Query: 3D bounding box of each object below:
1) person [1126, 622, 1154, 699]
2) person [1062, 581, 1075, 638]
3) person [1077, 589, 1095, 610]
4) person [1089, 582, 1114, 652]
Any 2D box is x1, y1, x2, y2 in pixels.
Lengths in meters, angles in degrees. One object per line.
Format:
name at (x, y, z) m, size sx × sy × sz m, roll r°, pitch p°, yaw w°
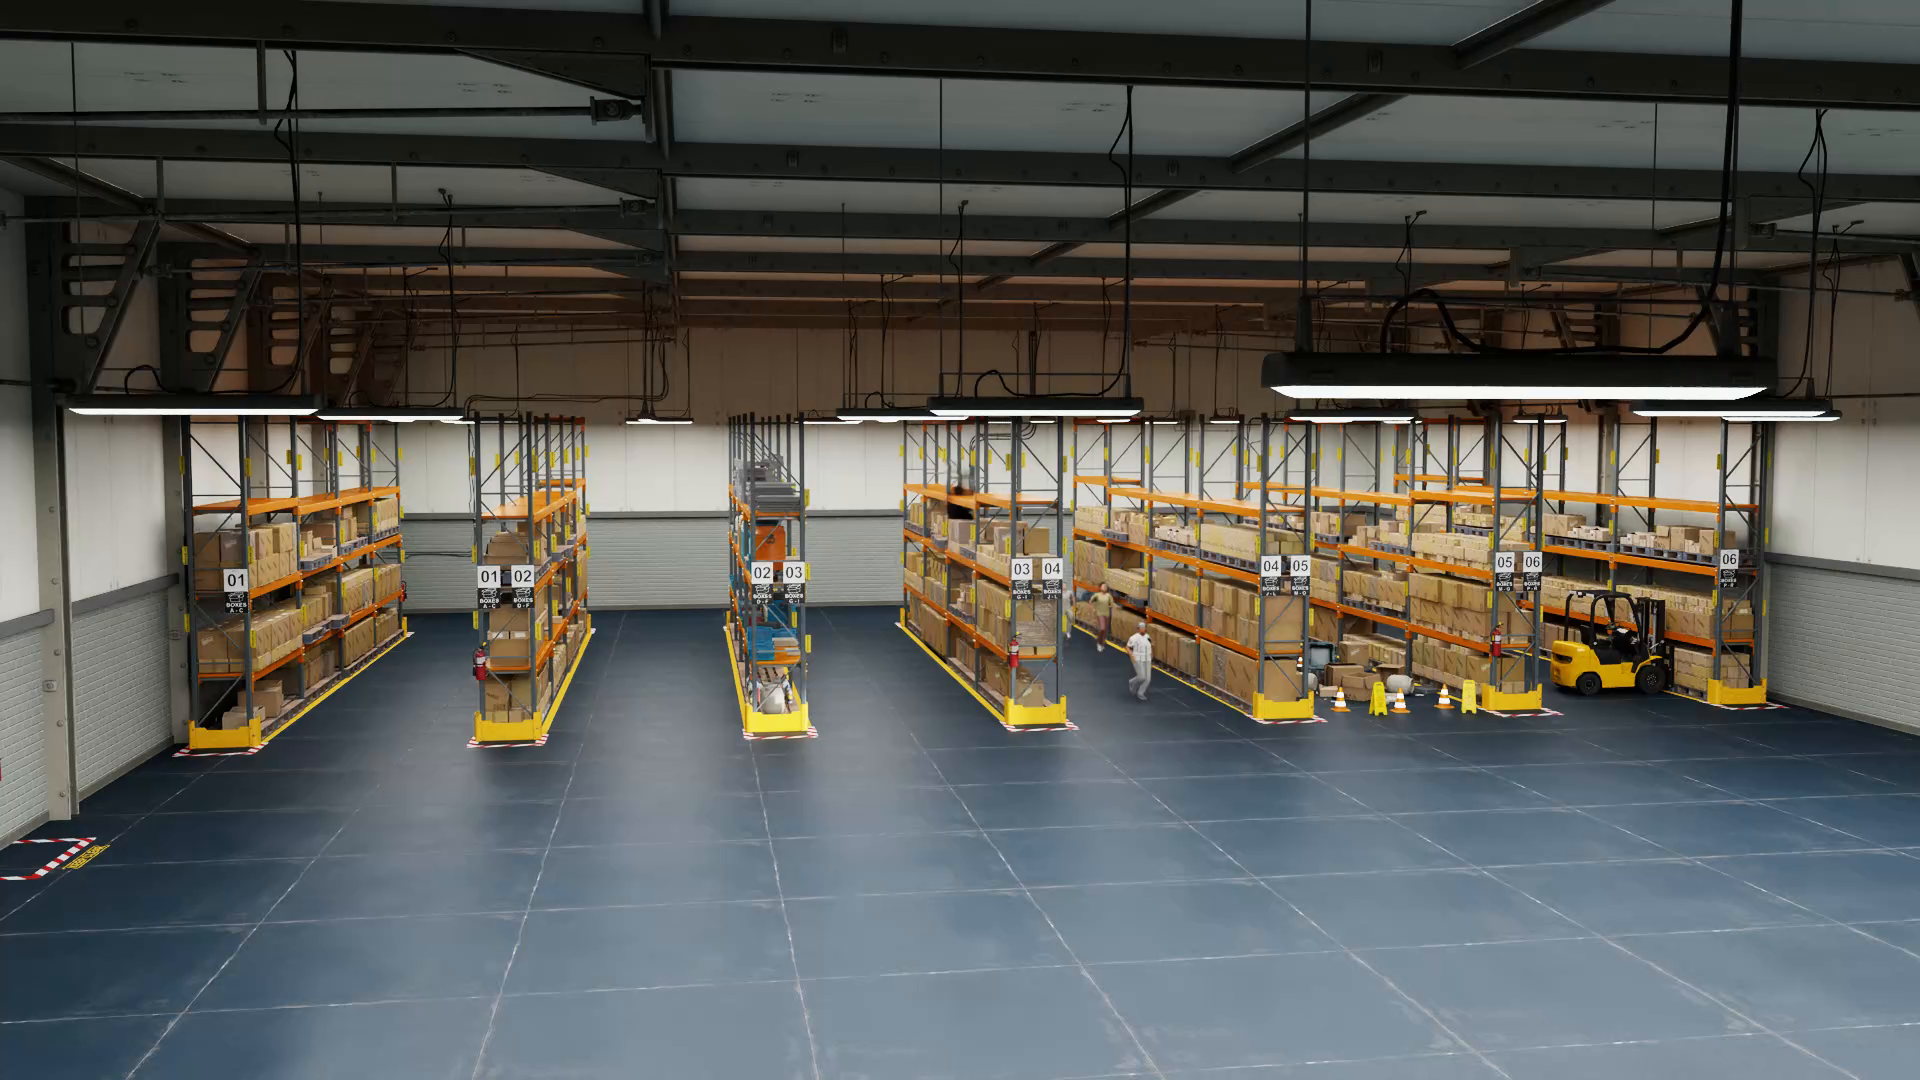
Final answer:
person at (3.829, 2.542, 34.959) m, size 0.607 × 1.624 × 0.547 m, roll -2°, pitch 4°, yaw -26°
person at (2.764, 1.881, 43.762) m, size 0.569 × 1.611 × 0.900 m, roll 0°, pitch 4°, yaw -3°
person at (3.790, 1.464, 49.724) m, size 0.962 × 1.773 × 0.706 m, roll -1°, pitch 4°, yaw -8°
person at (3.474, 1.866, 40.321) m, size 0.550 × 1.690 × 0.627 m, roll -1°, pitch 4°, yaw -16°
